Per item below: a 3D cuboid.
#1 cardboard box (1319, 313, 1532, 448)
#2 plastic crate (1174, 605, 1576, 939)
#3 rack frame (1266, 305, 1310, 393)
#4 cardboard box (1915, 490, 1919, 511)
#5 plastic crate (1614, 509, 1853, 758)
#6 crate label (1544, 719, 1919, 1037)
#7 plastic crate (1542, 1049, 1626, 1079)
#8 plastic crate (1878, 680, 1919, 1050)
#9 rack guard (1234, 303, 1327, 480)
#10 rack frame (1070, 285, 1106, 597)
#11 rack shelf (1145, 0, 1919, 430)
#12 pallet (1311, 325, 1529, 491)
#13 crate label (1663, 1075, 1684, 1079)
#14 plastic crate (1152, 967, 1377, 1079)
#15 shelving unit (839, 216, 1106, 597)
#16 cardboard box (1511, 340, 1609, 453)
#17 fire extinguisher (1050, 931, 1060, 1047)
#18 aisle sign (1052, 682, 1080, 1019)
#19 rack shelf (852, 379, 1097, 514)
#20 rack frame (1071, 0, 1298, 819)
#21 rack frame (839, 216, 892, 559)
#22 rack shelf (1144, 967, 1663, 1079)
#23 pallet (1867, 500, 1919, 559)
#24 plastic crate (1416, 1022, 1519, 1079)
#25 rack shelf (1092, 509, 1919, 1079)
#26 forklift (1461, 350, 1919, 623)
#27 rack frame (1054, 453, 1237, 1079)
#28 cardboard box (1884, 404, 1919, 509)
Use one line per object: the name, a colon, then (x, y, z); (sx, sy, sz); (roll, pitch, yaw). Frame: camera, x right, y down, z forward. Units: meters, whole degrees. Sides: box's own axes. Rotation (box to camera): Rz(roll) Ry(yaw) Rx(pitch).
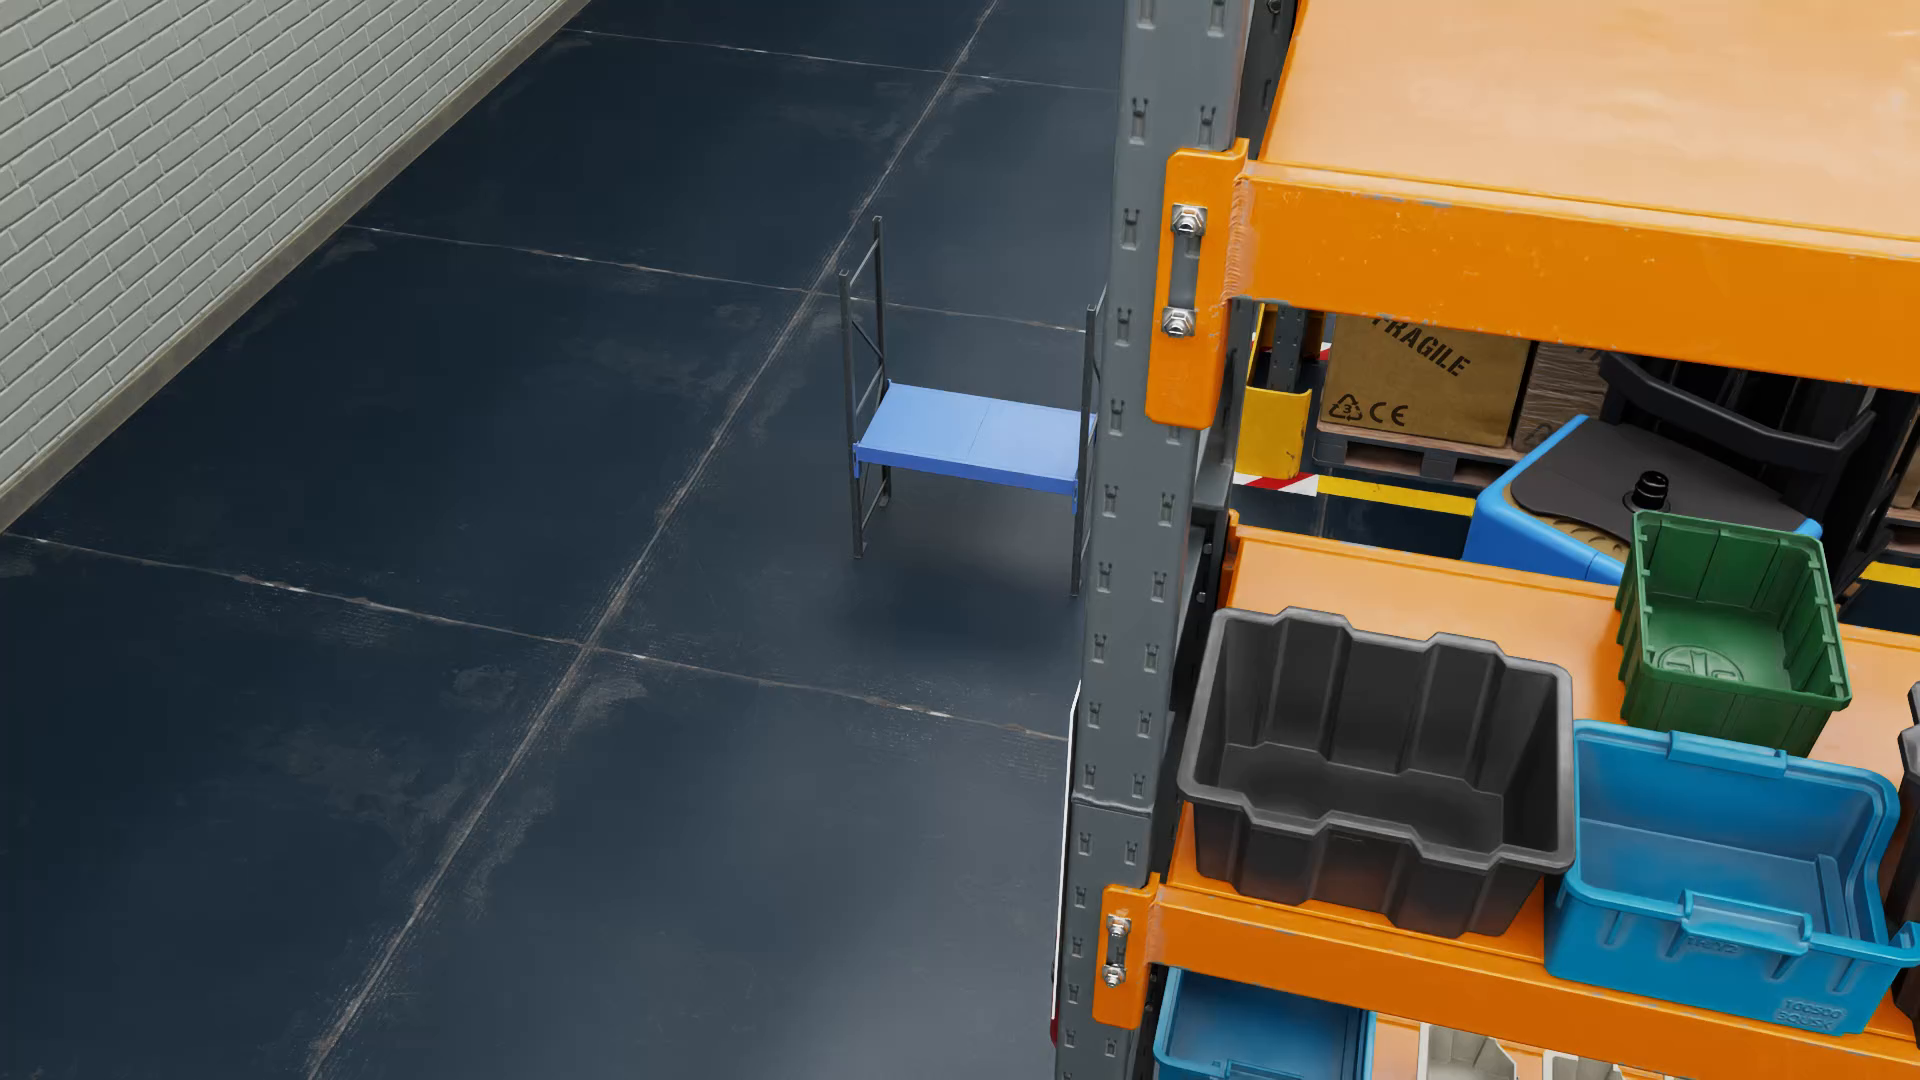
cardboard box: (2.283, -1.109, 8.063); (0.875, 0.875, 0.875); (10, 41, 11)
plastic crate: (0.664, 0.398, 2.714); (0.590, 0.269, 0.497); (10, 41, 11)
rack frame: (1.644, -1.818, 7.582); (0.127, 3.000, 1.000); (10, 41, 11)
cardboard box: (4.891, -0.660, 7.529); (0.875, 0.875, 0.875); (10, 41, 11)
plastic crate: (1.391, 0.178, 3.038); (0.336, 0.188, 0.450); (10, 41, 11)
crate label: (1.172, 0.521, 2.580); (0.502, 0.251, 0.408); (10, 41, 11)
plastic crate: (1.475, 1.417, 3.889); (0.243, 0.136, 0.396); (10, 41, 11)
plastic crate: (1.769, 0.559, 2.468); (0.767, 0.338, 0.504); (10, 41, 11)
rack guard: (1.621, -0.865, 8.391); (0.348, 0.500, 1.175); (10, 41, 11)
rack frame: (0.573, -0.476, 7.150); (0.032, 1.500, 0.500); (10, 41, 11)
rack shelf: (2.296, -0.277, 1.953); (4.000, 0.370, 1.077); (10, 41, 11)
pallet: (2.437, -0.666, 8.379); (1.213, 0.211, 1.003); (10, 41, 11)
crate label: (1.750, 1.448, 3.852); (0.243, 0.136, 0.396); (10, 41, 11)
plastic crate: (0.736, 1.162, 3.960); (0.499, 0.435, 0.616); (10, 41, 11)
shelving unit: (0.082, -0.560, 7.251); (1.048, 1.500, 0.538); (10, 41, 11)
cardboard box: (3.162, -0.957, 7.883); (0.875, 0.875, 0.875); (10, 41, 11)
fire extinguisher: (0.336, 1.124, 4.429); (0.183, 0.674, 0.296); (10, 41, 11)
aisle sign: (0.218, 0.436, 2.877); (0.004, 0.787, 0.394); (10, 41, 11)
rack shelf: (0.082, -0.422, 7.366); (1.000, 0.185, 0.538); (10, 41, 11)
rack frame: (0.364, -1.038, 1.989); (0.127, 3.000, 1.000); (10, 41, 11)
rack frame: (-0.409, -0.645, 7.351); (0.032, 1.500, 0.500); (10, 41, 11)
rack shelf: (2.296, 1.867, 3.754); (4.000, 0.370, 1.077); (10, 41, 11)
pallet: (4.794, -0.260, 7.896); (1.213, 0.211, 1.003); (10, 41, 11)
plastic crate: (1.199, 1.360, 3.957); (0.243, 0.136, 0.396); (10, 41, 11)
rack shelf: (2.296, 0.718, 2.789); (4.000, 0.370, 1.077); (10, 41, 11)
forklift: (3.349, -0.913, 6.558); (3.031, 2.935, 1.130); (-32, 50, -33)
rack frame: (0.364, 1.259, 3.919); (0.127, 3.000, 1.000); (10, 41, 11)
cardboard box: (4.022, -0.809, 7.707); (0.875, 0.875, 0.875); (10, 41, 11)
